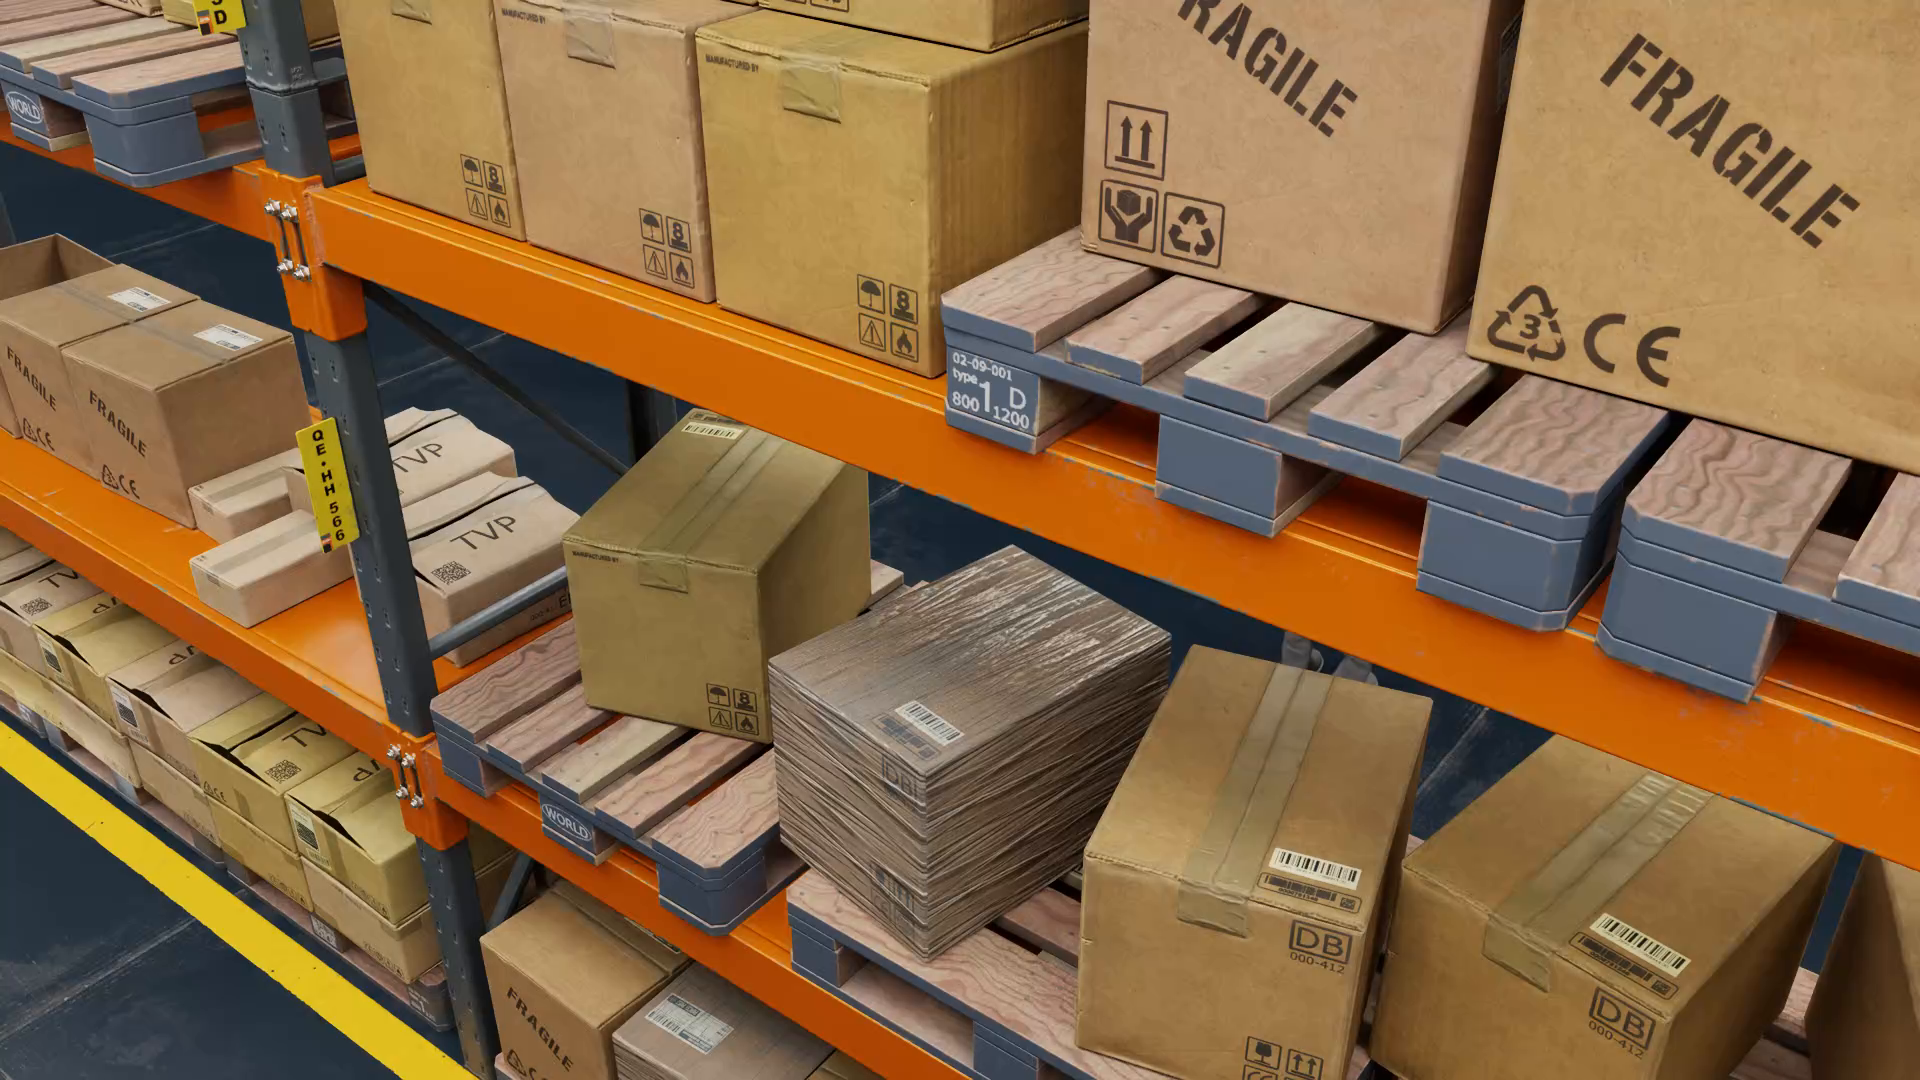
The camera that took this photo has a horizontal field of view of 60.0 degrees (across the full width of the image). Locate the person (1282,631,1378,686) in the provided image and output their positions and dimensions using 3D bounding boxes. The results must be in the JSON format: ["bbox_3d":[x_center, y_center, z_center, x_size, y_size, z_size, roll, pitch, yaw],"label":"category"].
[{"bbox_3d":[1.477,-0.067,6.407,0.487,1.508,0.607,22,37,32],"label":"person"}]
